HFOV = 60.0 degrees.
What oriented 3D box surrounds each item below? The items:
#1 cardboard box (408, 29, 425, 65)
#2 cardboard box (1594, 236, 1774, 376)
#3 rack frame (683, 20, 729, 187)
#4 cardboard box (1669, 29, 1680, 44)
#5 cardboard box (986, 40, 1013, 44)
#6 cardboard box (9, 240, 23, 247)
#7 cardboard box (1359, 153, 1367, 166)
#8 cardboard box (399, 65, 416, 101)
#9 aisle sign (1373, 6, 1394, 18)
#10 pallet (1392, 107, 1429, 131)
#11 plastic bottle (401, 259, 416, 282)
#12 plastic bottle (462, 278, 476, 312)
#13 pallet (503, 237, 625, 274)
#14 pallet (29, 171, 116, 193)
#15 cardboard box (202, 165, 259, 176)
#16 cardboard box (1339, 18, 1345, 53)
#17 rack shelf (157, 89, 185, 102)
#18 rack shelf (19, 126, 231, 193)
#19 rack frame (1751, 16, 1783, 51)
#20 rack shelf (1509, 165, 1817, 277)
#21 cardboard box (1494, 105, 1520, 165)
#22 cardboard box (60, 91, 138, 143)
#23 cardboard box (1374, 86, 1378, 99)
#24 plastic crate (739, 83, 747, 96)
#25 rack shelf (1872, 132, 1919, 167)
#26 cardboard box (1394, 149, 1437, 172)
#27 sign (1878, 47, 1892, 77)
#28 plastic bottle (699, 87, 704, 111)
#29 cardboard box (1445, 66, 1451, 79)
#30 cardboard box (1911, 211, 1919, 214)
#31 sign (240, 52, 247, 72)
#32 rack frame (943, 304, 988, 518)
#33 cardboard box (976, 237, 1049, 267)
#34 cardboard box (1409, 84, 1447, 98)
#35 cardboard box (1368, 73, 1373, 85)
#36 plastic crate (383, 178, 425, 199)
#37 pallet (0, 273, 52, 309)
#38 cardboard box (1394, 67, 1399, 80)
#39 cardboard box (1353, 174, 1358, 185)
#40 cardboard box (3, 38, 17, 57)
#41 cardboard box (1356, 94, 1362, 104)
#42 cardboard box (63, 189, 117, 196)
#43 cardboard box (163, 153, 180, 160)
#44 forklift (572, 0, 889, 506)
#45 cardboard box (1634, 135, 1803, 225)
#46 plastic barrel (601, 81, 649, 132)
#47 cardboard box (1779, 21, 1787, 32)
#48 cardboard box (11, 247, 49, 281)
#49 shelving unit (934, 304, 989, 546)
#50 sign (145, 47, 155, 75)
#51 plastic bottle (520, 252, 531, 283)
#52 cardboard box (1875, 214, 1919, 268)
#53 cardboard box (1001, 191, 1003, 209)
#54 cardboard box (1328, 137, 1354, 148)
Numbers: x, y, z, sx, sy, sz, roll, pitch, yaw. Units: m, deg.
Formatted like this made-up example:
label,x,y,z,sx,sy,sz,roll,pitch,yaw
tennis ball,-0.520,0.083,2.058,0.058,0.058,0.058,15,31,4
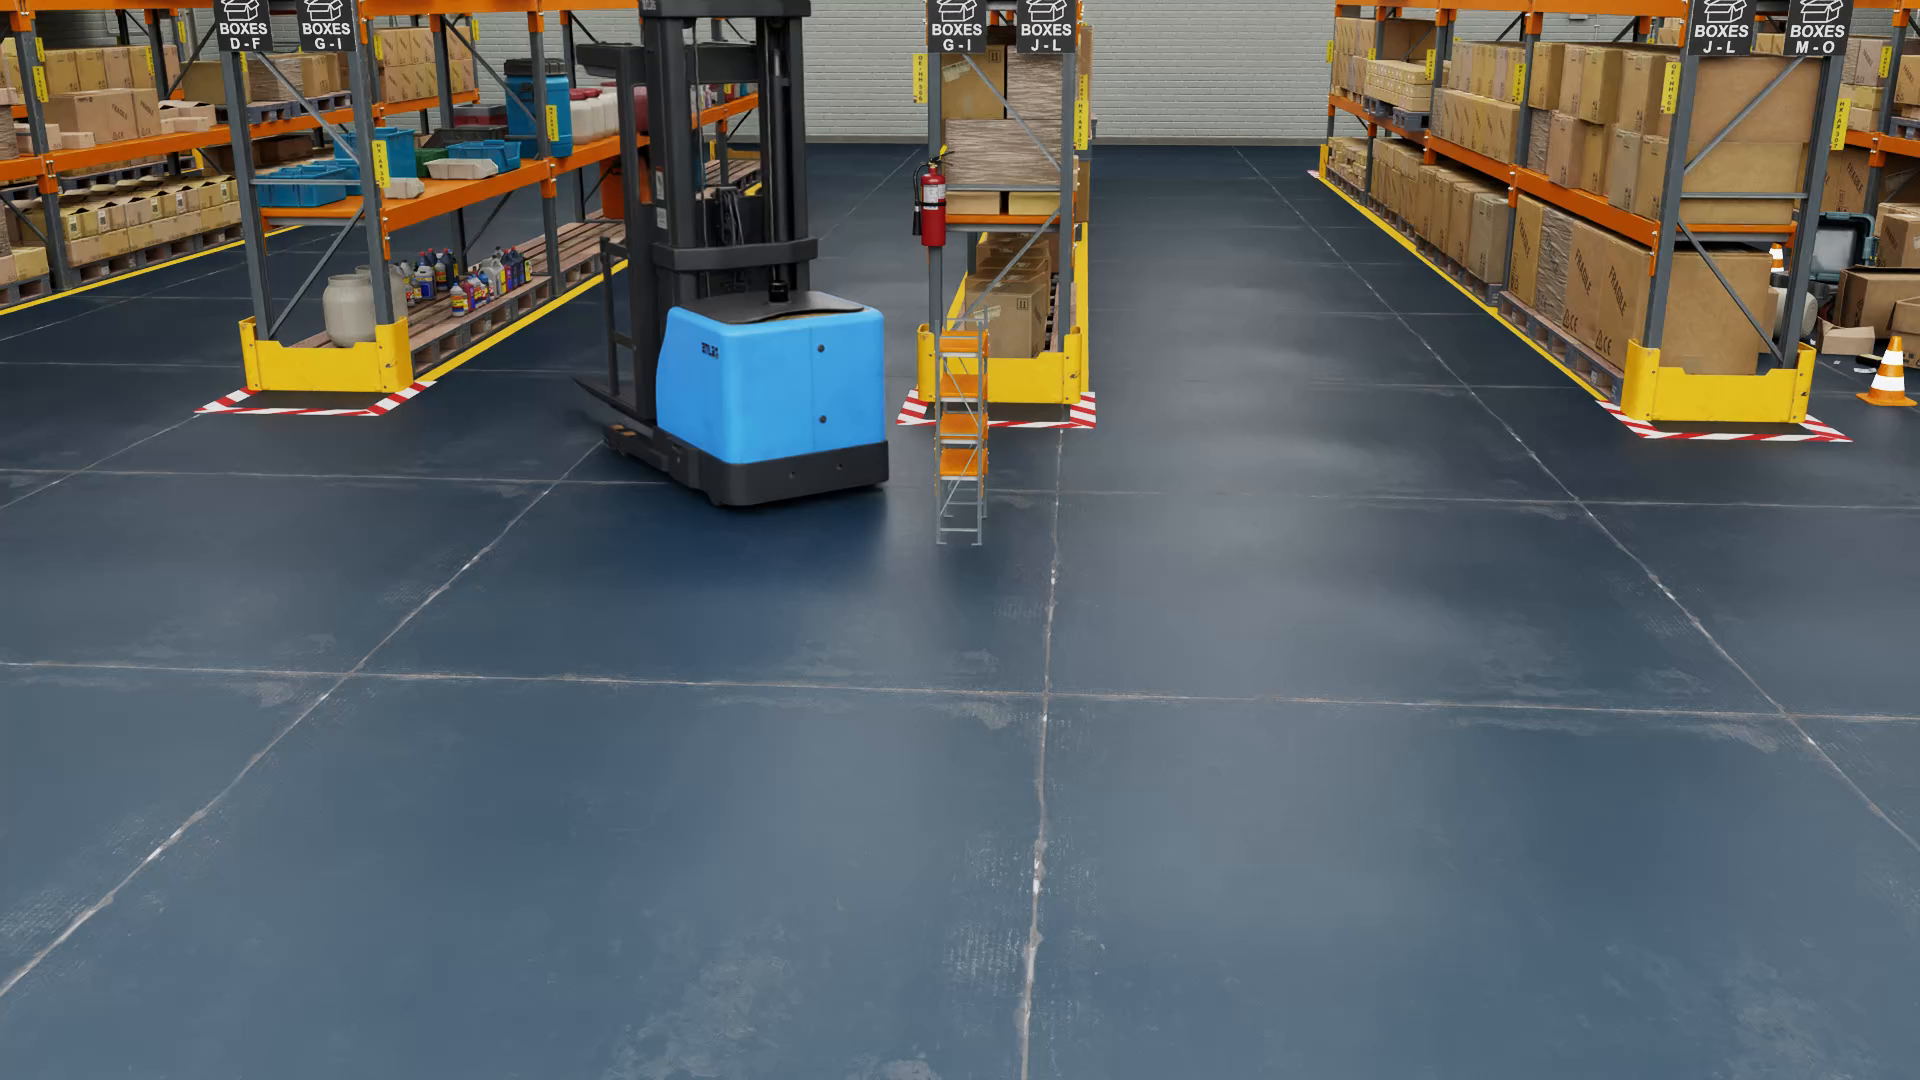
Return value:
label,x,y,z,sx,sy,sz,roll,pitch,yaw
cardboard box,-8.349,-7.371,24.834,0.500,0.500,0.500,1,18,2
cardboard box,5.206,-1.699,12.028,0.875,0.875,0.875,1,18,4
rack frame,-3.797,-6.277,23.261,1.000,3.000,0.127,1,18,4
cardboard box,10.966,-7.406,24.943,0.500,0.500,0.500,1,18,2
cardboard box,0.144,-3.590,12.818,0.500,0.500,0.500,1,18,4
cardboard box,-9.570,-2.932,16.795,0.500,0.250,0.500,1,18,3
cardboard box,5.828,-5.348,23.375,0.380,0.149,0.250,2,18,5
cardboard box,-8.396,-6.747,24.536,0.500,0.500,0.500,2,18,5
aisle sign,6.674,-8.518,25.925,0.394,0.787,0.004,1,18,4
pallet,5.741,-4.914,19.411,1.213,0.211,1.003,1,18,4
plastic bottle,-4.886,-2.310,14.703,0.144,0.351,0.185,1,18,3
plastic bottle,-4.182,-2.094,14.152,0.061,0.283,0.133,2,18,5
pallet,-4.268,-3.091,18.019,1.003,0.211,1.213,1,18,4
pallet,-13.546,-5.407,25.085,1.003,0.211,1.213,1,18,4
cardboard box,-9.191,-4.463,21.034,0.500,0.500,0.500,2,18,6
cardboard box,6.043,-7.640,25.177,0.500,0.500,0.500,2,18,6
rack shelf,-13.535,-6.777,25.943,1.077,0.370,4.000,1,18,4
rack shelf,-9.168,-4.183,18.027,1.077,0.370,4.000,1,18,4
rack frame,11.028,-5.945,22.248,1.000,3.000,0.127,1,18,4
rack shelf,5.366,-2.576,13.123,1.077,0.370,4.000,1,18,4
cardboard box,5.280,-3.755,15.404,0.500,0.500,0.500,1,18,4
cardboard box,-9.166,-4.508,17.704,0.500,0.500,0.500,1,18,4
cardboard box,5.541,-5.750,21.384,0.380,0.149,0.250,1,18,4
plastic crate,-3.402,-6.824,25.105,0.416,0.233,0.300,1,18,4
rack shelf,10.597,-3.739,16.673,1.077,0.370,4.000,1,18,4
cardboard box,5.661,-4.682,20.532,0.500,0.250,0.500,2,18,5
sign,10.187,-5.264,18.311,0.100,0.325,0.005,1,18,4
plastic bottle,-3.537,-5.960,22.375,0.144,0.351,0.185,1,18,4
cardboard box,6.115,-5.692,20.250,0.380,0.149,0.250,2,18,6
cardboard box,10.646,-3.249,17.566,0.950,0.372,0.625,1,18,3
sign,-8.470,-5.685,19.595,0.100,0.325,0.005,1,18,4
rack frame,0.029,-0.697,9.124,0.240,1.200,0.015,1,18,4
cardboard box,0.468,-2.392,14.745,0.500,0.500,0.500,7,20,21
cardboard box,5.378,-5.167,19.125,0.380,0.149,0.250,2,18,5
cardboard box,5.579,-6.053,21.829,0.380,0.149,0.250,1,18,3
plastic crate,-4.272,-2.695,12.754,0.298,0.136,0.250,1,18,4
pallet,-9.410,-2.333,15.702,1.003,0.211,1.213,1,18,4
cardboard box,5.452,-5.624,20.043,0.380,0.149,0.250,1,18,4
cardboard box,5.828,-5.160,23.759,0.380,0.149,0.250,1,18,2
cardboard box,-13.457,-6.902,23.294,0.500,0.250,0.500,2,18,5
cardboard box,5.891,-6.327,23.818,0.380,0.149,0.250,1,18,2
cardboard box,-9.459,-3.668,18.140,0.500,0.311,0.500,1,18,3
cardboard box,-13.342,-6.532,27.381,0.700,0.500,0.500,1,18,4
forklift,-1.634,-1.986,10.277,1.130,2.935,3.031,-11,21,-31
cardboard box,5.204,-2.484,11.447,0.875,0.550,0.550,1,18,4
plastic barrel,-3.815,-4.948,18.988,0.600,0.536,0.708,1,18,4
cardboard box,11.311,-6.948,22.501,0.380,0.149,0.250,2,18,5
cardboard box,-9.126,-2.648,15.927,0.500,0.250,0.500,1,18,4
shelving unit,0.012,-0.622,8.893,0.258,1.200,0.503,1,18,4
sign,-9.566,-5.668,19.670,0.100,0.325,0.005,1,18,4
plastic bottle,-4.076,-2.553,15.554,0.061,0.283,0.133,2,18,7
cardboard box,8.677,-2.663,15.030,0.500,0.500,0.500,1,18,4
cardboard box,0.116,-2.490,12.109,0.380,0.149,0.250,1,18,4
cardboard box,5.993,-6.239,26.093,0.380,0.149,0.250,0,18,1
